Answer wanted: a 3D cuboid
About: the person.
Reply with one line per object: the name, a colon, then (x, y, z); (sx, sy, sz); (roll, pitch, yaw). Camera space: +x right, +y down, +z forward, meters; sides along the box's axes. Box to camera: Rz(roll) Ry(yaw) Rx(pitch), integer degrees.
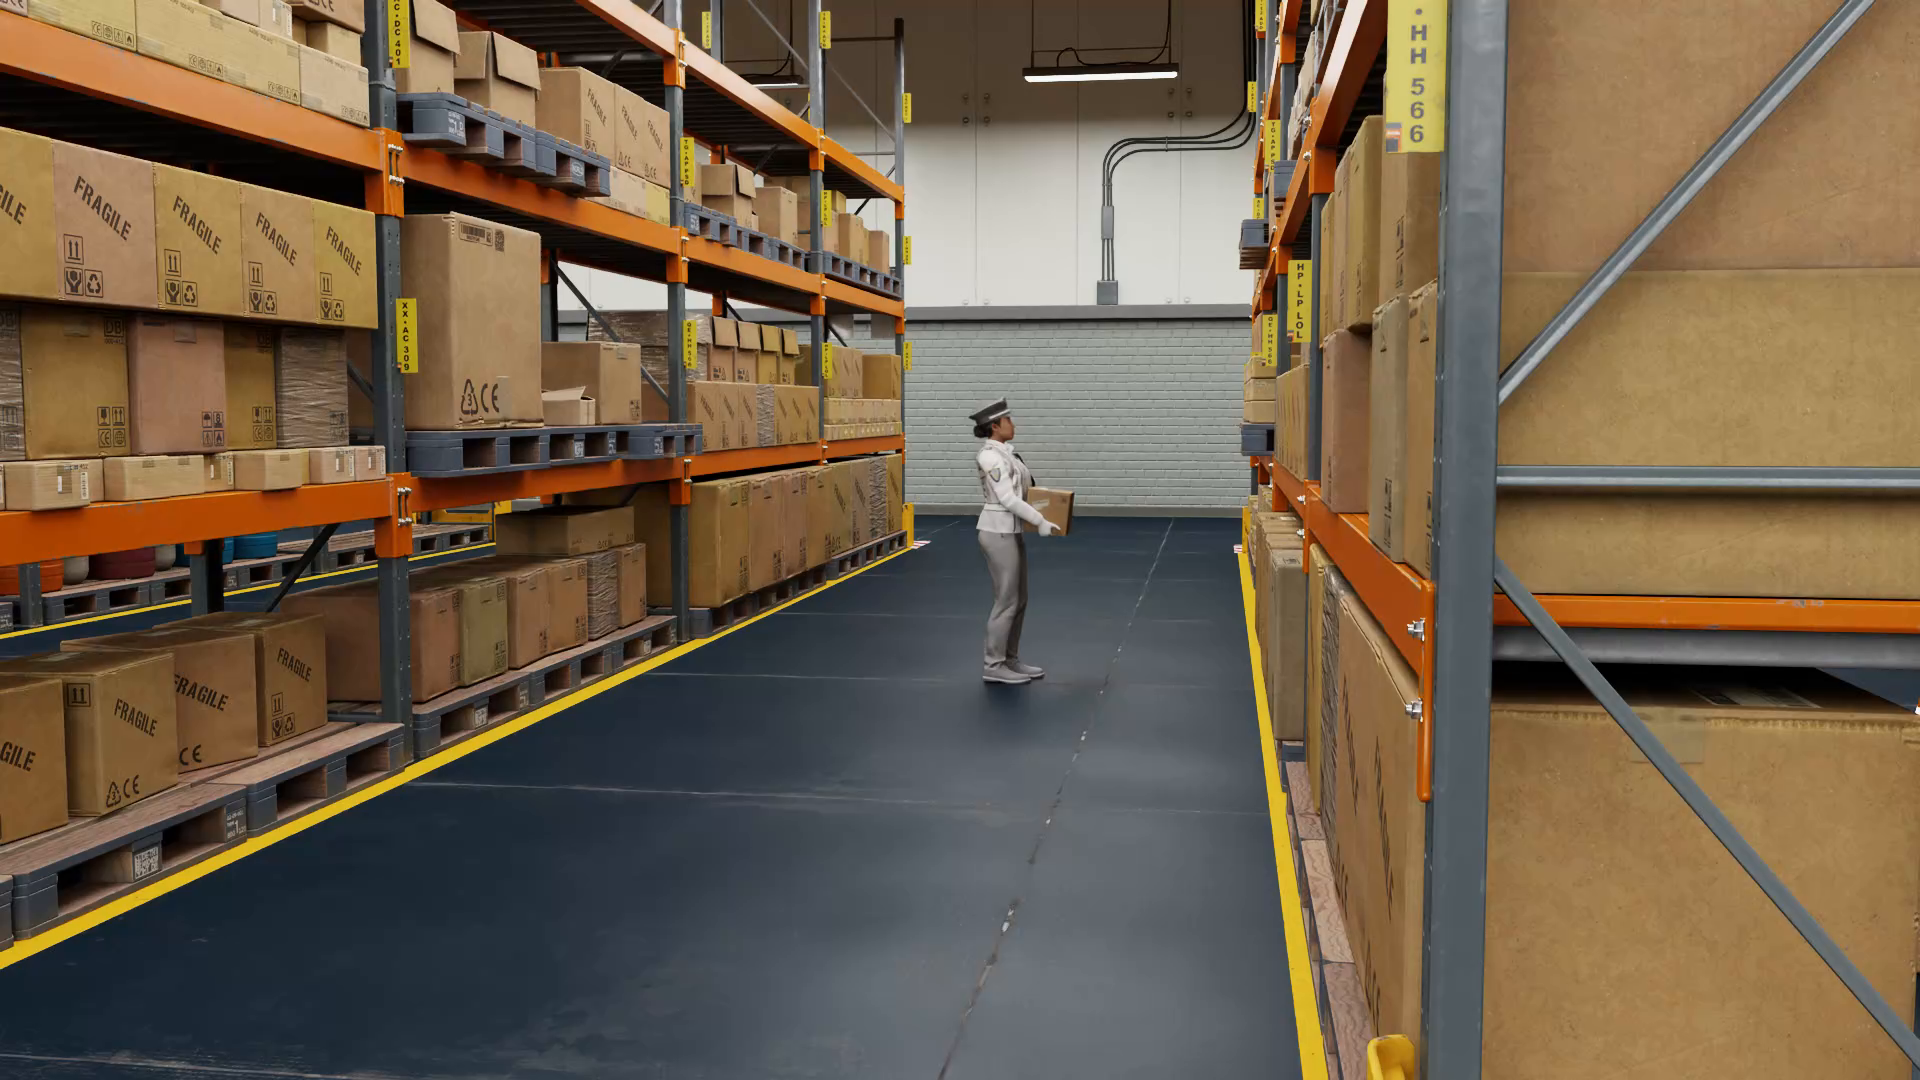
person: (0.329, -0.008, 9.847); (0.563, 1.686, 0.459); (1, 5, 9)
